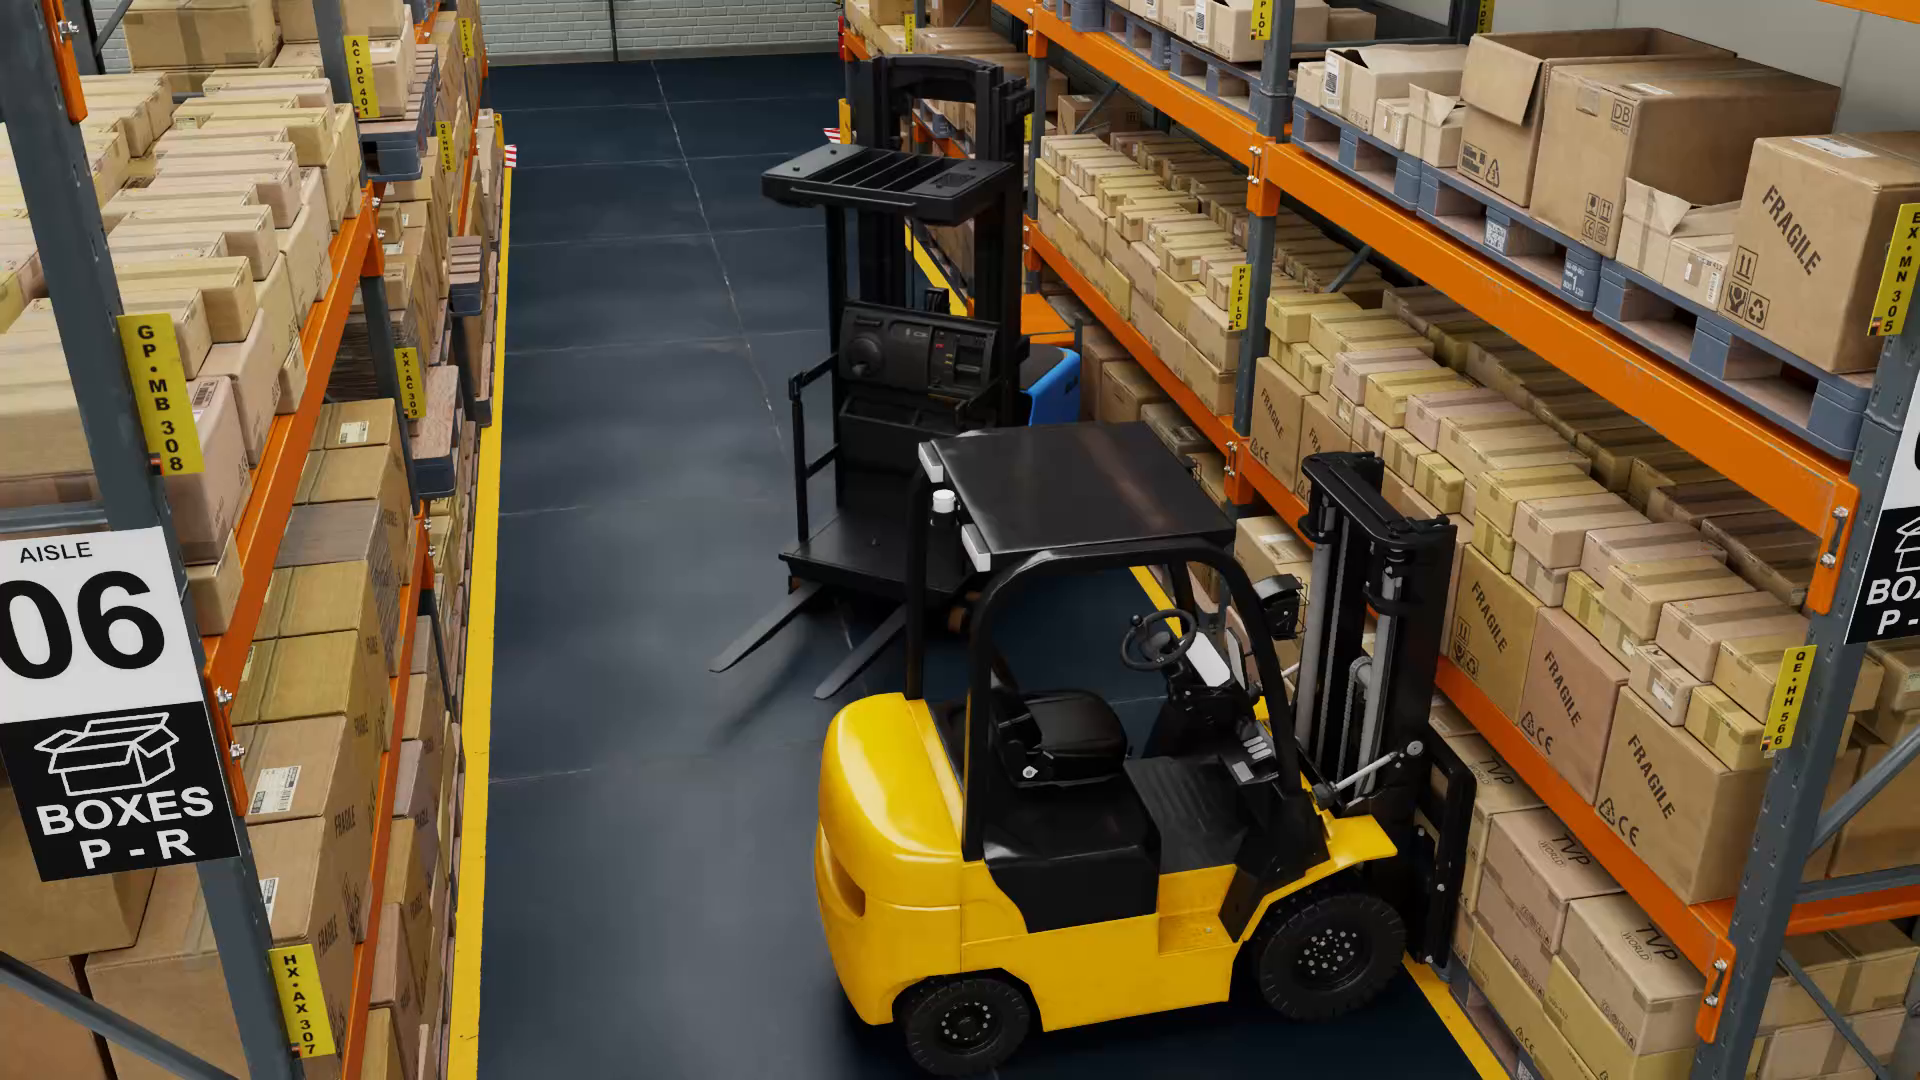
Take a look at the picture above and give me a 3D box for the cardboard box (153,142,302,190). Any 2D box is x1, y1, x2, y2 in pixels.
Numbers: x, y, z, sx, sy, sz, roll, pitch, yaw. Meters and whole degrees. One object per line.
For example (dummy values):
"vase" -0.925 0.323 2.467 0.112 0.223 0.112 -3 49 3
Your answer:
"cardboard box" -2.310 -1.148 5.261 0.380 0.149 0.250 -6 27 -11

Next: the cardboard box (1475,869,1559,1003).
"cardboard box" 2.268 1.419 6.141 0.500 0.250 0.500 -6 27 -12

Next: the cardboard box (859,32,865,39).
"cardboard box" -0.912 -5.628 18.350 0.380 0.149 0.250 -5 27 -10

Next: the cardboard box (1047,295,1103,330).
"cardboard box" 1.109 -1.359 11.783 0.875 0.625 0.625 -5 27 -10

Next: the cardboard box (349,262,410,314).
"cardboard box" -2.714 -1.142 7.557 0.380 0.149 0.250 -6 27 -12

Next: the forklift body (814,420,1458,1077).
"forklift body" 0.580 0.737 6.403 2.313 2.155 1.214 -6 27 -12

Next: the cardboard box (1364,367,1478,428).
"cardboard box" 1.922 -0.597 6.942 0.380 0.149 0.250 -6 27 -12

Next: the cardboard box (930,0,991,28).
"cardboard box" 0.004 -5.344 16.513 0.500 0.500 0.500 -7 28 -13

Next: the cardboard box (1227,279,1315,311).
"cardboard box" 1.590 -1.213 8.493 0.380 0.149 0.250 -5 27 -10

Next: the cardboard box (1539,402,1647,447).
"cardboard box" 2.533 -0.429 6.609 0.380 0.149 0.250 -5 27 -10

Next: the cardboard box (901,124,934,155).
"cardboard box" -0.387 -3.977 17.109 0.700 0.500 0.500 -7 28 -14

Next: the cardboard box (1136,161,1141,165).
"cardboard box" 1.354 -2.494 11.474 0.500 0.250 0.500 -5 27 -10

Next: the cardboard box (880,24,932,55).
"cardboard box" -0.499 -4.966 16.597 0.500 0.250 0.500 -6 27 -12

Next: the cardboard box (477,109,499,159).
"cardboard box" -5.410 -4.277 17.773 0.875 0.438 0.875 -7 28 -13

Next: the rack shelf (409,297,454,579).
"rack shelf" -3.403 -0.802 9.309 1.077 0.370 4.000 -6 27 -12

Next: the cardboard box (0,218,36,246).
"cardboard box" -2.599 -0.760 4.492 0.380 0.149 0.250 -7 28 -13

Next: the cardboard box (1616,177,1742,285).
"cardboard box" 2.245 -0.950 5.047 0.396 0.266 0.258 -6 27 -11

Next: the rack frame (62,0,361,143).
"rack frame" -2.952 -2.923 6.055 1.000 3.000 0.127 -6 27 -12

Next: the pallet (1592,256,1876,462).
"pallet" 2.650 -0.608 4.894 1.003 0.211 1.213 -6 27 -12

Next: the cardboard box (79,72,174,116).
"cardboard box" -3.199 -1.657 6.268 0.380 0.149 0.250 -6 27 -13

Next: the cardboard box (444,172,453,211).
"cardboard box" -3.727 -2.405 11.298 0.500 0.250 0.500 -6 27 -12

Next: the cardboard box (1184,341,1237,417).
"cardboard box" 1.515 -0.879 8.828 0.500 0.250 0.500 -5 27 -10

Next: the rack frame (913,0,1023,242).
"rack frame" 0.080 -4.263 15.367 1.000 3.000 0.127 -6 27 -12

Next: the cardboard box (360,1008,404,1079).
"cardboard box" -1.969 1.823 5.062 0.500 0.500 0.500 -7 28 -13

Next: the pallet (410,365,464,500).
"pallet" -2.983 -0.510 8.144 1.003 0.211 1.213 -6 27 -12

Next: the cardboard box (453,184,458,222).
"cardboard box" -3.852 -2.398 11.839 0.500 0.250 0.500 -7 28 -13

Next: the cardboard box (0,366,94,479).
"cardboard box" -1.932 -0.249 3.479 0.380 0.149 0.250 -6 27 -12

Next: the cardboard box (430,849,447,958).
"cardboard box" -2.317 1.483 6.567 0.500 0.250 0.500 -6 27 -11

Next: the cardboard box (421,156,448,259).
"cardboard box" -3.353 -1.969 9.915 0.500 0.500 0.500 -6 27 -12

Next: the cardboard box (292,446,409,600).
"cardboard box" -2.487 -0.028 6.535 0.500 0.500 0.500 -5 27 -10

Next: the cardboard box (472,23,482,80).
"cardboard box" -4.937 -4.701 16.124 0.500 0.500 0.500 -5 27 -10

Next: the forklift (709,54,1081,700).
"forklift" -0.330 -1.003 8.985 1.130 2.935 3.031 12 29 22

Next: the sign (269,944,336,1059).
"sign" -1.522 1.069 3.842 0.100 0.325 0.005 -6 27 -12

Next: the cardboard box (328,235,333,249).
"cardboard box" -2.531 -1.135 6.120 0.380 0.149 0.250 -6 27 -11

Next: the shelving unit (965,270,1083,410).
"shelving unit" 0.413 -1.097 11.175 0.538 1.125 1.048 -6 27 -12

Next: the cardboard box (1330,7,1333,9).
"cardboard box" 1.710 -2.700 8.644 0.380 0.149 0.250 -6 27 -12

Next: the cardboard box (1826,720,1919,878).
"cardboard box" 2.943 0.715 5.394 0.500 0.500 0.500 -5 27 -10

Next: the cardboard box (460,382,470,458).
"cardboard box" -3.736 -0.767 10.890 0.950 0.372 0.625 -8 28 -15

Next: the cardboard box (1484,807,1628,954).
"cardboard box" 2.256 1.205 6.010 0.500 0.250 0.500 -5 27 -11

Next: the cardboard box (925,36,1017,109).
"cardboard box" 0.088 -4.033 14.334 0.700 0.500 0.500 -6 27 -11

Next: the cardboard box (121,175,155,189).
"cardboard box" -2.894 -0.983 5.375 0.500 0.250 0.500 -6 27 -11

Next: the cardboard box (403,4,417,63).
"cardboard box" -2.943 -2.443 8.133 0.500 0.250 0.500 -6 27 -12

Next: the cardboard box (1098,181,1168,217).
"cardboard box" 1.068 -2.106 10.262 0.380 0.149 0.250 -5 27 -11

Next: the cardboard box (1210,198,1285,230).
"cardboard box" 1.715 -1.935 9.924 0.380 0.149 0.250 -6 27 -11

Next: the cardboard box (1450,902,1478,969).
"cardboard box" 2.164 1.431 6.671 0.500 0.250 0.500 -6 27 -11

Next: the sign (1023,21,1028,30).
"sign" 0.620 -4.838 15.221 0.100 0.325 0.005 -6 27 -12

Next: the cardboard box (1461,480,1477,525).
"cardboard box" 2.152 -0.132 6.352 0.380 0.149 0.250 -6 27 -12

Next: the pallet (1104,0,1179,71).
"pallet" 1.477 -2.982 9.710 1.003 0.211 1.213 -5 27 -9

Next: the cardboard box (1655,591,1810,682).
"cardboard box" 2.413 0.297 5.171 0.380 0.149 0.250 -6 27 -12

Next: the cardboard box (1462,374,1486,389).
"cardboard box" 2.443 -0.637 7.352 0.380 0.149 0.250 -6 27 -11

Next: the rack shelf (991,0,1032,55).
"rack shelf" 0.531 -4.403 13.114 1.077 0.370 4.000 -6 27 -12

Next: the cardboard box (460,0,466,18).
"cardboard box" -4.734 -4.704 15.021 0.500 0.500 0.500 -6 27 -12

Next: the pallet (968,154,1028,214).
"pallet" 0.760 -2.712 12.507 1.213 0.211 1.003 -6 27 -12
